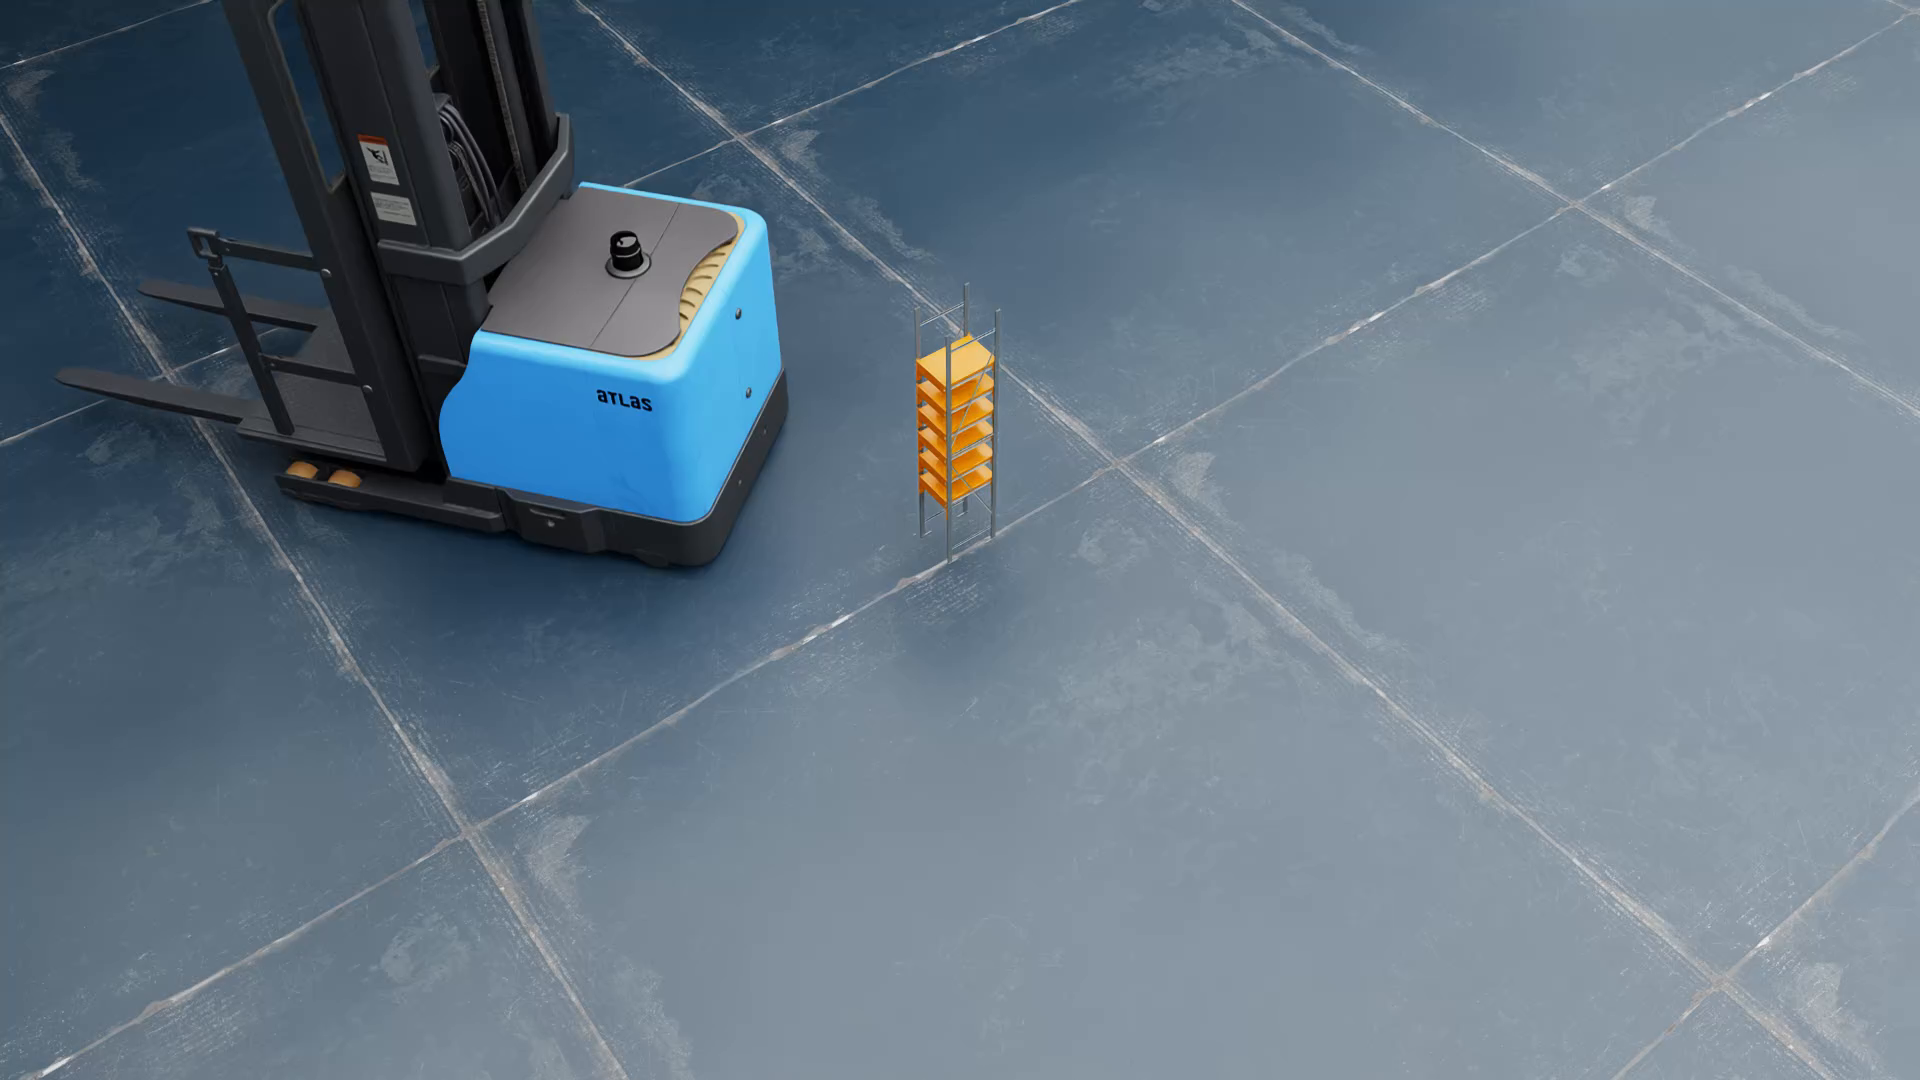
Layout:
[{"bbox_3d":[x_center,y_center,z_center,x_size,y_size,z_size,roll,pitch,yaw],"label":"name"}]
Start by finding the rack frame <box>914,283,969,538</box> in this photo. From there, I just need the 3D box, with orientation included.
[{"bbox_3d":[-0.064,-0.465,6.361,0.240,1.200,0.006,-29,54,-24],"label":"rack frame"}]

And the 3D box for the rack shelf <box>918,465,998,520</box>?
[{"bbox_3d":[-0.009,-0.220,6.523,0.258,0.103,0.180,-29,54,-24],"label":"rack shelf"}]

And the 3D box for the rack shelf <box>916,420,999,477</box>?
[{"bbox_3d":[-0.009,-0.382,6.345,0.258,0.103,0.180,-29,54,-24],"label":"rack shelf"}]

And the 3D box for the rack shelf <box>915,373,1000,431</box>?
[{"bbox_3d":[-0.009,-0.543,6.167,0.258,0.103,0.180,-29,54,-24],"label":"rack shelf"}]

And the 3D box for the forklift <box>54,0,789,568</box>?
[{"bbox_3d":[-2.312,-1.478,6.110,3.031,2.935,1.130,11,49,10],"label":"forklift"}]

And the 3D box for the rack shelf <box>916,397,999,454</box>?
[{"bbox_3d":[-0.009,-0.462,6.256,0.258,0.103,0.180,-29,54,-24],"label":"rack shelf"}]

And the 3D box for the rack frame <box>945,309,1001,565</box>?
[{"bbox_3d":[0.047,-0.358,6.263,0.240,1.200,0.006,-29,54,-24],"label":"rack frame"}]

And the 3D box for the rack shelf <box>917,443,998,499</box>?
[{"bbox_3d":[-0.009,-0.301,6.434,0.258,0.103,0.180,-29,54,-24],"label":"rack shelf"}]

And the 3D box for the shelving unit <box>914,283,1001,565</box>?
[{"bbox_3d":[-0.009,-0.412,6.312,0.258,1.200,0.189,-29,54,-24],"label":"shelving unit"}]

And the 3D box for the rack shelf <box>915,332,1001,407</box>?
[{"bbox_3d":[-0.009,-0.623,6.078,0.258,0.103,0.180,-29,54,-24],"label":"rack shelf"}]
